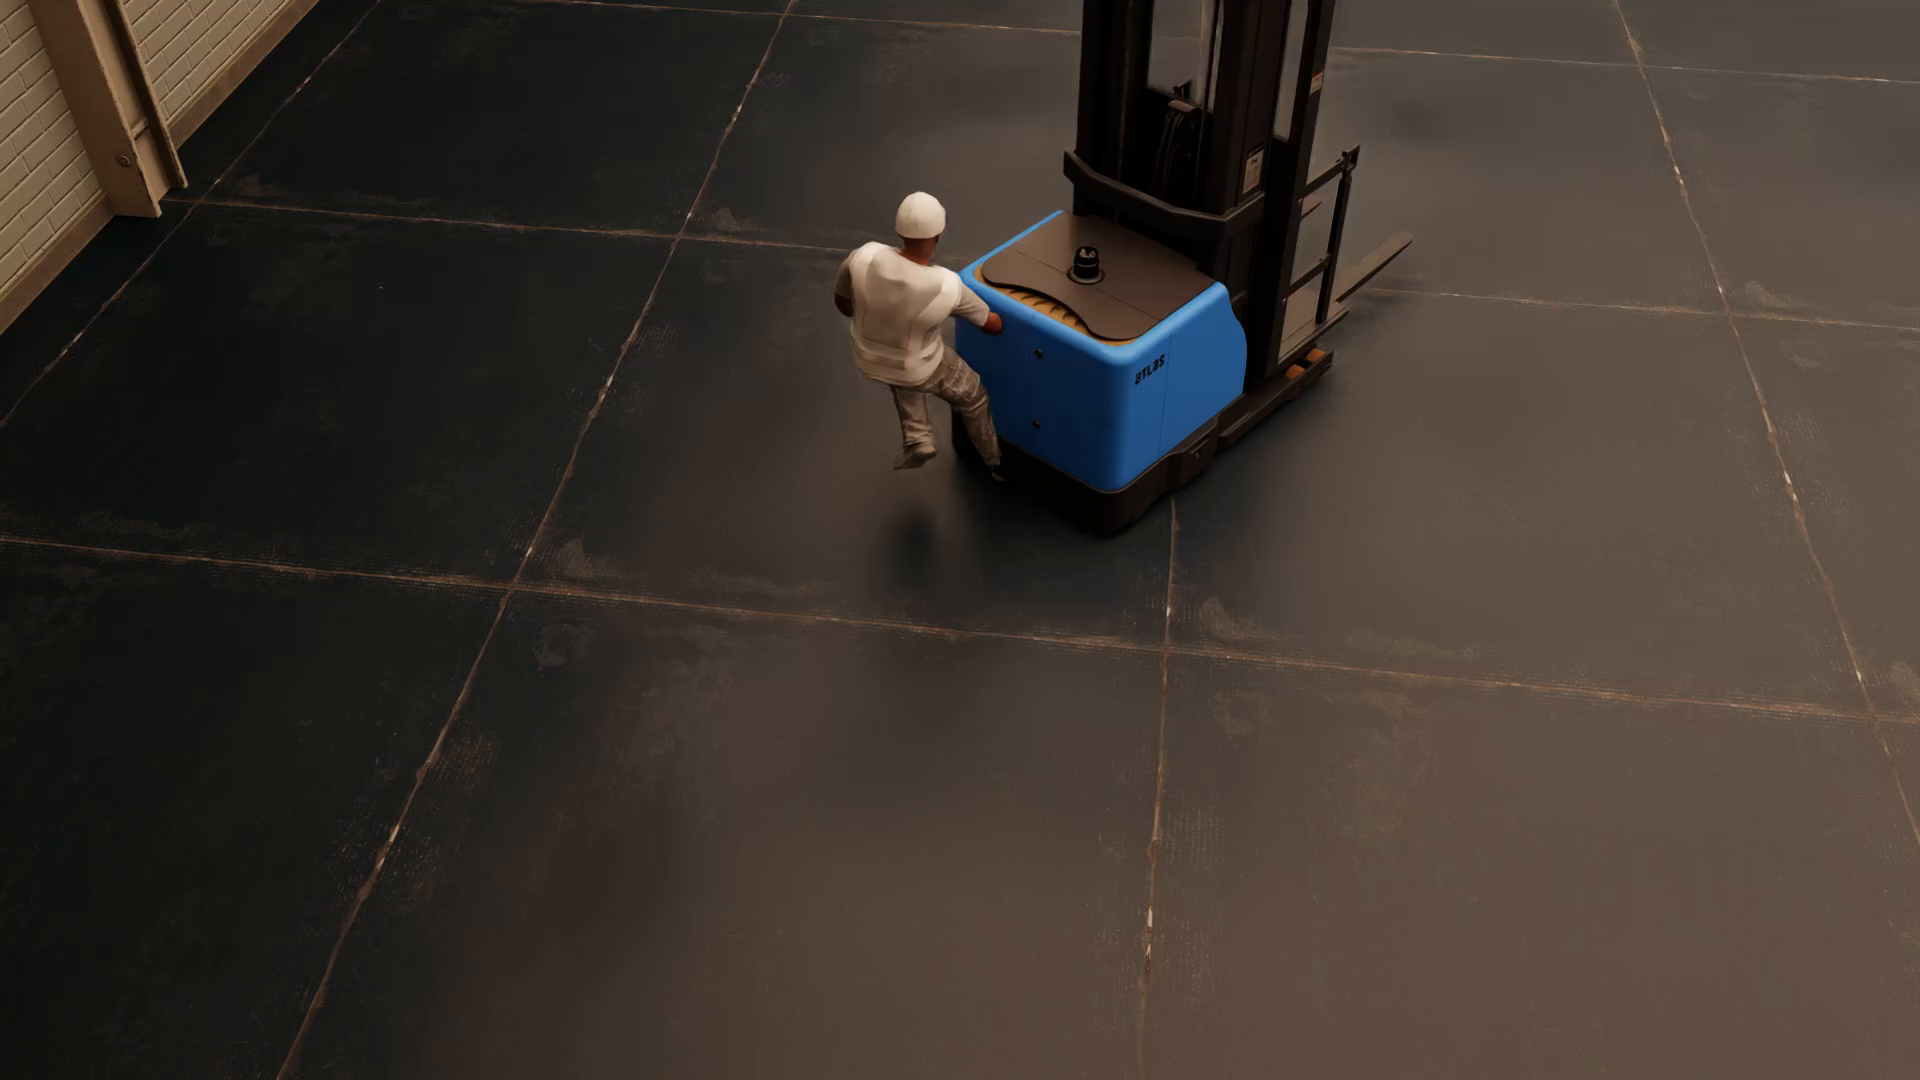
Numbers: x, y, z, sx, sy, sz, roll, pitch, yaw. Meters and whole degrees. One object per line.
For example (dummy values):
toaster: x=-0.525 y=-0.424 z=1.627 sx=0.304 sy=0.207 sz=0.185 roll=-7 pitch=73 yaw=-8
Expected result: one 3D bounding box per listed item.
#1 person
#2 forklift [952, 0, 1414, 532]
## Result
person: x=-0.129 y=-0.943 z=7.697 sx=0.786 sy=1.672 sz=0.717 roll=15 pitch=45 yaw=16
forklift: x=1.319 y=-2.035 z=7.939 sx=1.130 sy=2.935 sz=3.031 roll=31 pitch=51 yaw=29
